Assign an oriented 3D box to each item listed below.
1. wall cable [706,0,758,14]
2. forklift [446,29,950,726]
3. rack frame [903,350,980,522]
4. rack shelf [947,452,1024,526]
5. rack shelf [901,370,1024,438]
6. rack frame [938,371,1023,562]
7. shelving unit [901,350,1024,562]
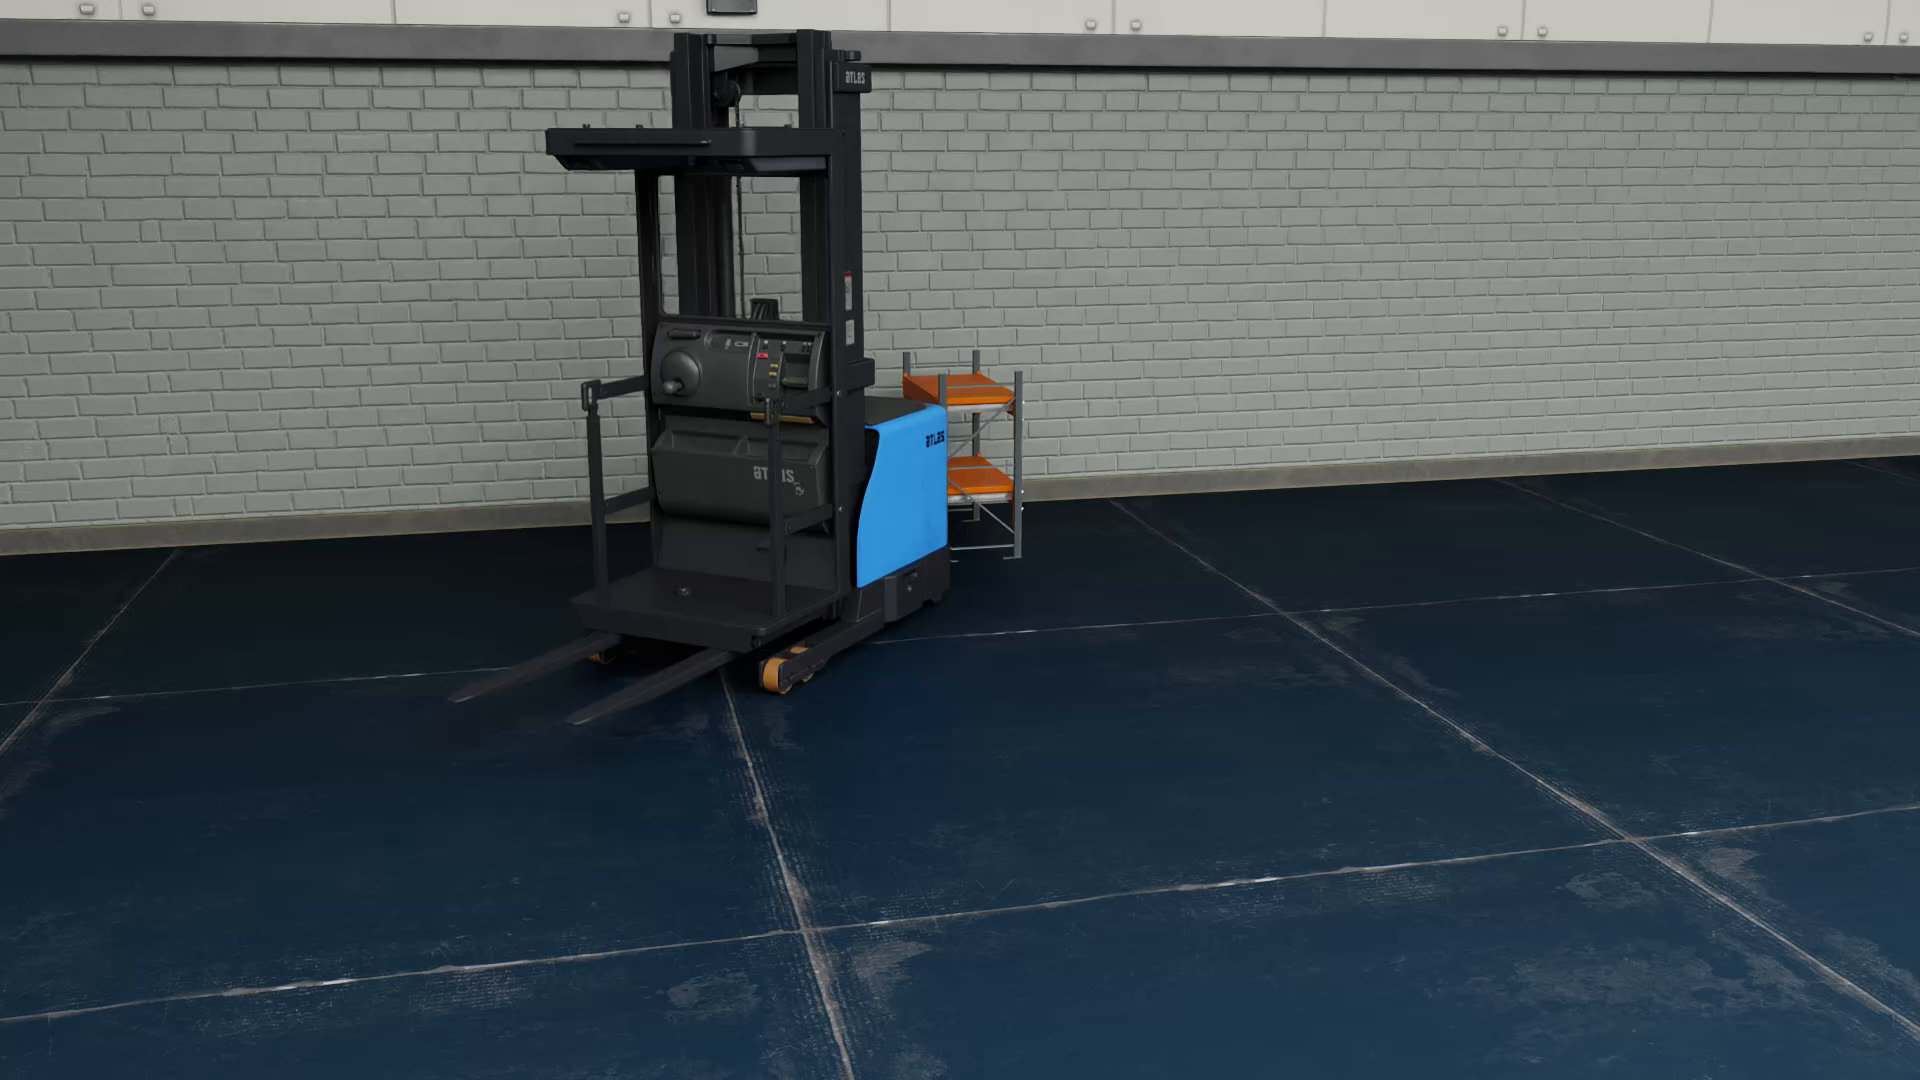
[{"bbox_3d":[-0.433,-6.226,9.783,2.305,6.003,0.169,-3,14,-13],"label":"wall cable"},{"bbox_3d":[-1.149,-0.842,7.696,1.130,2.935,3.031,7,15,25],"label":"forklift"},{"bbox_3d":[-0.118,-0.662,10.767,0.500,1.125,0.032,-3,14,-13],"label":"rack frame"},{"bbox_3d":[0.002,-0.307,10.345,0.538,0.278,1.000,-3,14,-13],"label":"rack shelf"},{"bbox_3d":[0.002,-0.829,10.218,0.538,0.278,1.000,-3,14,-13],"label":"rack shelf"},{"bbox_3d":[0.121,-0.428,9.807,0.500,1.125,0.032,-3,14,-13],"label":"rack frame"},{"bbox_3d":[0.002,-0.545,10.287,0.538,1.125,1.048,-3,14,-13],"label":"shelving unit"}]
